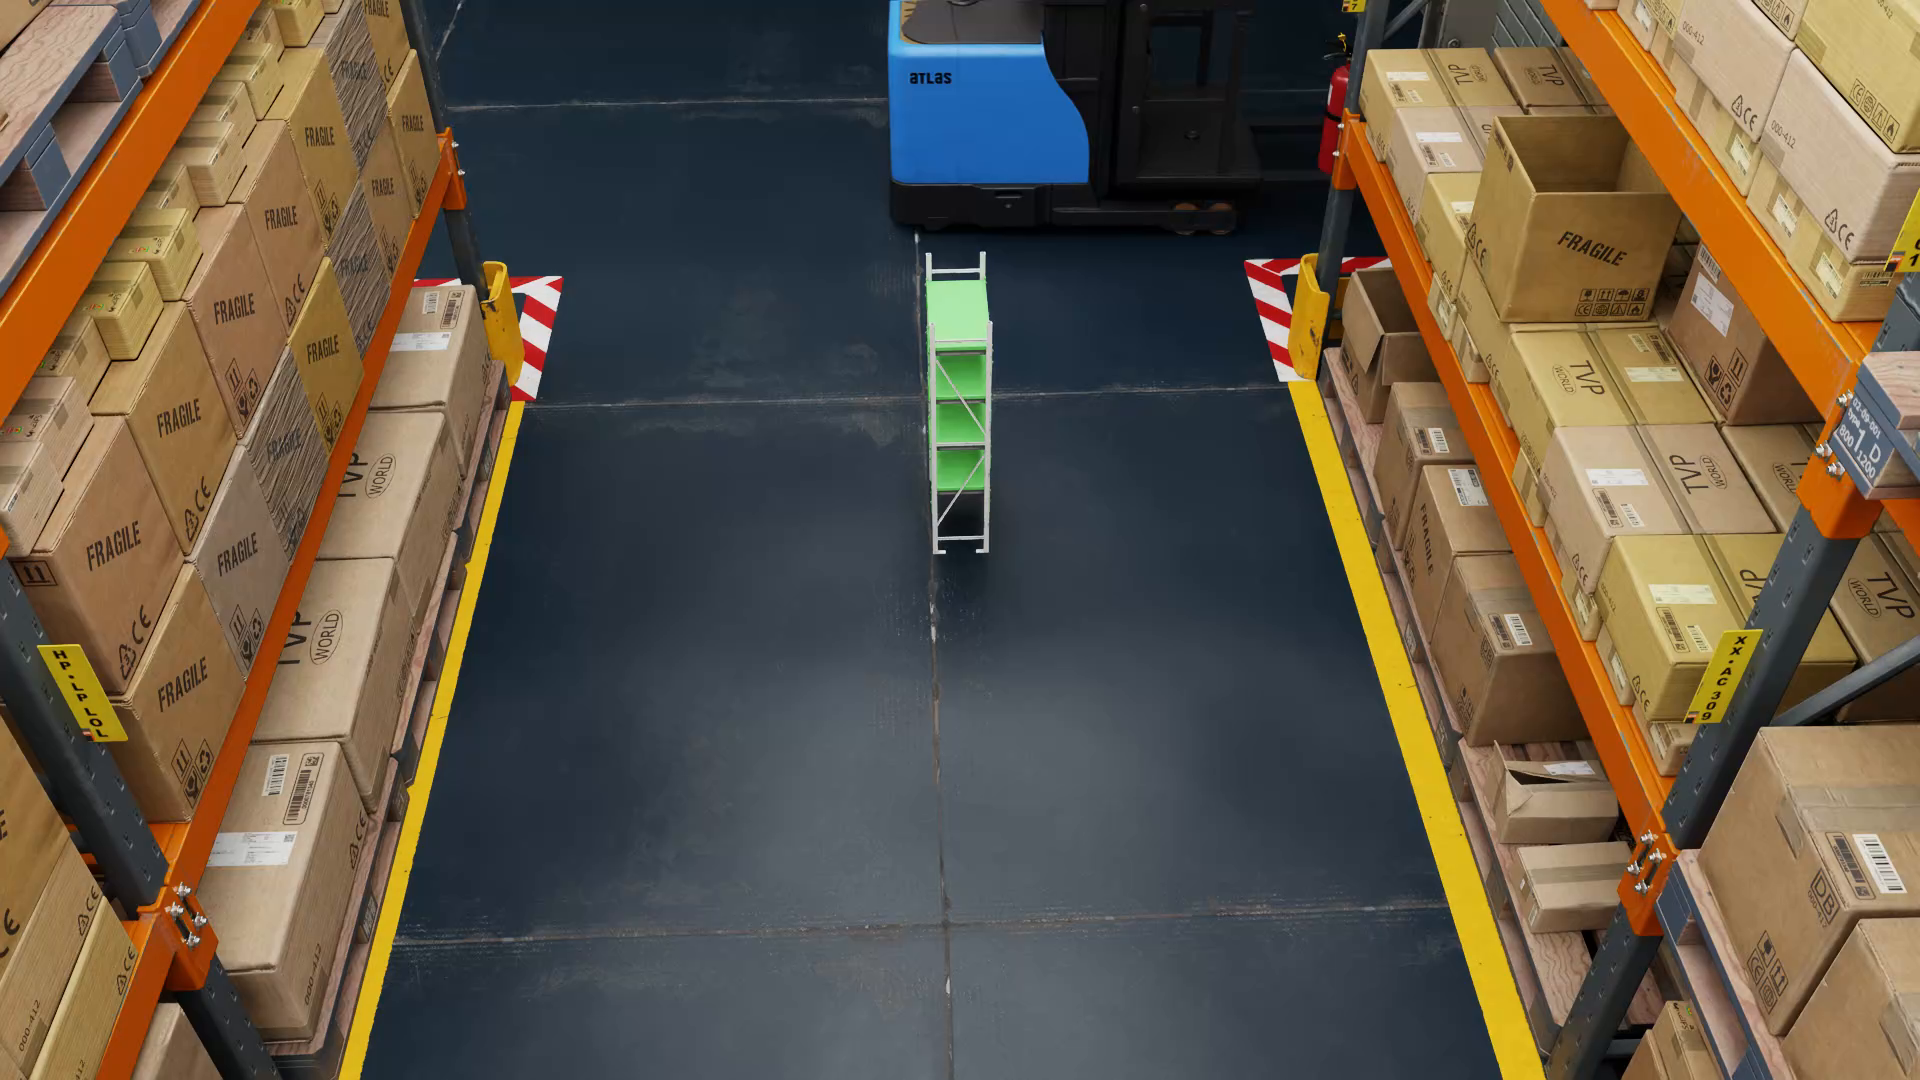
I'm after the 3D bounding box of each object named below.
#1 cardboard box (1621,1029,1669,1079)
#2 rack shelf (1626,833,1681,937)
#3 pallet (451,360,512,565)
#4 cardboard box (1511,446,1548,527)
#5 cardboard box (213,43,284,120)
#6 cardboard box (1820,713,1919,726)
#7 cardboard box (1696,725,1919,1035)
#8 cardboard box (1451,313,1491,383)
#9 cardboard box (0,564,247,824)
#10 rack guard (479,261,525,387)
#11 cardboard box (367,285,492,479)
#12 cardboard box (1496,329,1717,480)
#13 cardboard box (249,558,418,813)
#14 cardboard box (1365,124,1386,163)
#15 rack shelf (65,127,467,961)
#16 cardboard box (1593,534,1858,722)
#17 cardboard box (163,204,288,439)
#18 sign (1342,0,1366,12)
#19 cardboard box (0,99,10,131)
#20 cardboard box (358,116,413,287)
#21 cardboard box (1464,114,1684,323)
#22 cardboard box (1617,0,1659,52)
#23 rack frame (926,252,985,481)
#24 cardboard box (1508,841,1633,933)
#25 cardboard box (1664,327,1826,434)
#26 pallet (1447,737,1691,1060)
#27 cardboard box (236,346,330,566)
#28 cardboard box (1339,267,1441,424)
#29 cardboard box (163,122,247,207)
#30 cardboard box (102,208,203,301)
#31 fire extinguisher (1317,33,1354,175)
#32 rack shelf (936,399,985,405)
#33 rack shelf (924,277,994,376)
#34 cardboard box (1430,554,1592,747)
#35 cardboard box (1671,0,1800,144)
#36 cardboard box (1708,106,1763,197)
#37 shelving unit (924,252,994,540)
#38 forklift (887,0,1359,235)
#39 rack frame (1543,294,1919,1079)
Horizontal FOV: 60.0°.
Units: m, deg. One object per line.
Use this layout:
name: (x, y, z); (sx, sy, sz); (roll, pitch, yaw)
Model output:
cardboard box: (2.186, 1.732, 4.680); (0.500, 0.500, 0.500); (0, 43, 0)
rack shelf: (2.475, 2.247, 3.111); (1.077, 0.370, 4.000); (-2, 43, -2)
pallet: (-2.627, -0.358, 7.484); (1.003, 0.211, 1.213); (-2, 43, -2)
cardboard box: (2.033, -0.183, 5.416); (0.380, 0.149, 0.250); (-2, 43, -2)
cardboard box: (-2.415, -1.472, 5.342); (0.380, 0.149, 0.250); (-1, 43, -1)
cardboard box: (2.649, 0.490, 4.682); (0.380, 0.149, 0.250); (-2, 43, -2)
cardboard box: (2.187, 0.773, 3.802); (0.700, 0.500, 0.500); (-1, 43, -1)
cardboard box: (1.997, -0.698, 5.977); (0.380, 0.149, 0.250); (-1, 43, -1)
cardboard box: (-2.327, 0.416, 4.503); (0.500, 0.500, 0.500); (0, 43, 0)
rack guard: (-2.740, -1.018, 7.991); (1.175, 0.500, 0.348); (-2, 43, -2)
cardboard box: (-2.611, -0.691, 7.369); (0.875, 0.438, 0.875); (-3, 43, -3)
cardboard box: (2.081, -0.434, 5.395); (0.500, 0.250, 0.500); (-2, 43, -2)
cardboard box: (-2.527, 0.535, 6.032); (0.875, 0.438, 0.875); (-3, 43, -3)
cardboard box: (1.960, -1.746, 7.121); (0.380, 0.149, 0.250); (-2, 43, -2)
rack shelf: (-2.654, -0.308, 5.899); (1.077, 0.370, 4.000); (-2, 43, -2)
cardboard box: (2.125, 0.241, 4.658); (0.500, 0.250, 0.500); (-1, 43, -1)
cardboard box: (-2.373, -0.644, 4.919); (0.500, 0.500, 0.500); (-1, 43, -1)
sign: (1.678, -2.372, 6.977); (0.100, 0.325, 0.005); (-2, 43, -2)
cardboard box: (-2.384, -0.961, 3.399); (0.500, 0.500, 0.500); (-1, 43, -1)
cardboard box: (-2.448, -1.303, 6.378); (0.500, 0.500, 0.500); (-2, 43, -3)
cardboard box: (2.034, -1.073, 5.536); (0.500, 0.500, 0.500); (-1, 43, -1)
cardboard box: (2.065, -1.480, 4.610); (0.380, 0.149, 0.250); (-1, 43, -1)
rack frame: (-0.017, -0.719, 7.146); (0.240, 1.200, 0.015); (-2, 43, -2)
cardboard box: (2.073, 1.160, 5.563); (0.380, 0.149, 0.250); (-3, 43, -3)
cardboard box: (2.591, -0.451, 5.413); (0.500, 0.250, 0.500); (-1, 43, -1)
pallet: (2.362, 1.196, 5.789); (1.003, 0.211, 1.213); (-2, 43, -2)
cardboard box: (-2.359, -0.260, 5.240); (0.500, 0.500, 0.500); (-1, 43, -2)
cardboard box: (2.151, -0.887, 7.535); (0.797, 0.503, 0.637); (-3, 43, -3)
cardboard box: (-2.369, -1.117, 4.955); (0.380, 0.149, 0.250); (-2, 43, -2)
cardboard box: (-2.335, -0.782, 4.589); (0.380, 0.149, 0.250); (-3, 43, -3)
fire extinguisher: (1.752, -1.989, 7.533); (0.296, 0.674, 0.183); (-2, 43, -2)
rack shelf: (-0.007, -0.705, 6.828); (0.199, 0.029, 0.442); (-2, 43, -2)
rack shelf: (-0.007, -0.861, 6.685); (0.258, 0.148, 0.480); (-2, 43, -2)
cardboard box: (2.193, 0.393, 6.141); (0.700, 0.500, 0.500); (-3, 43, -3)
cardboard box: (2.087, -1.197, 4.007); (0.500, 0.250, 0.500); (-3, 43, -3)
cardboard box: (2.070, -0.962, 4.046); (0.380, 0.149, 0.250); (0, 43, 0)
shelving unit: (-6.231, 2.361, 3.786); (13.061, 1.200, 8.595); (-2, 43, -2)
forklift: (-2.760, -2.545, 7.923); (10.829, 2.843, 2.598); (0, 43, -1)
rack frame: (2.390, 0.632, 4.341); (1.000, 3.000, 0.127); (-2, 43, -2)
